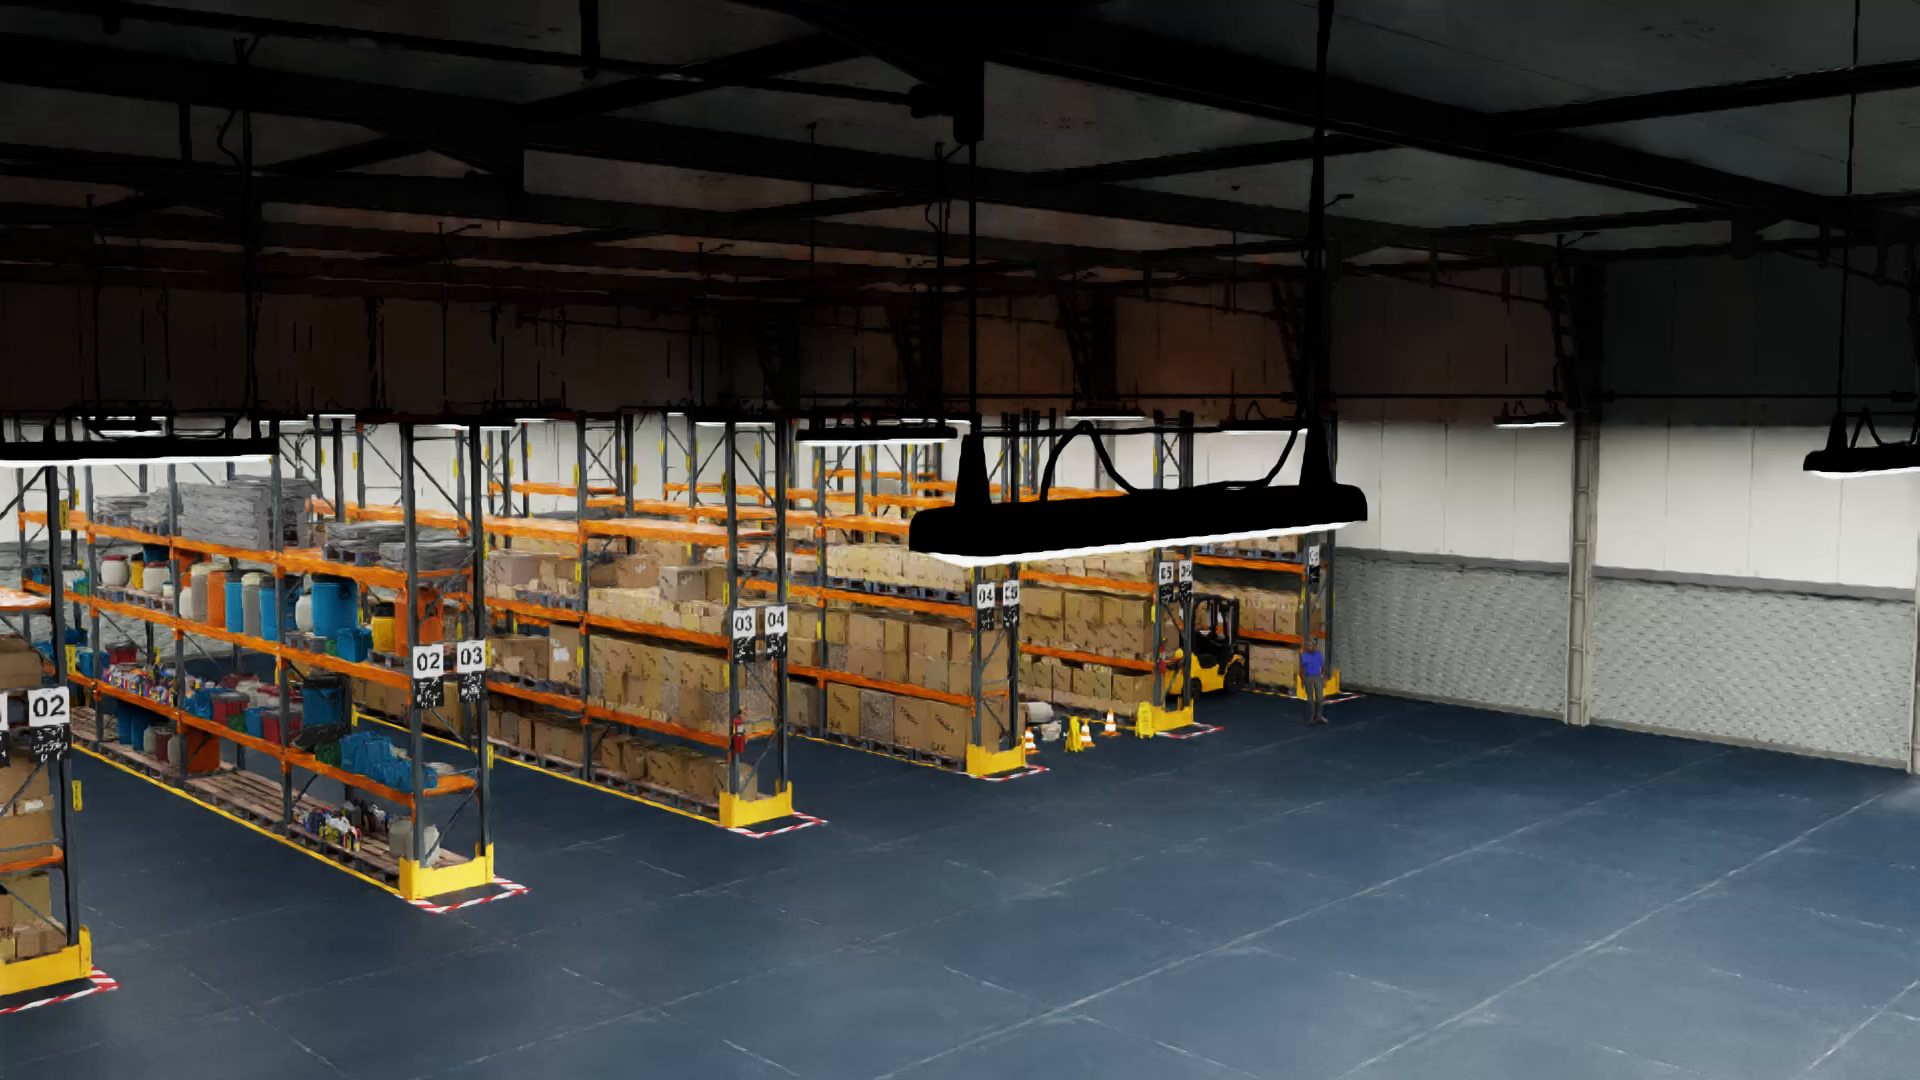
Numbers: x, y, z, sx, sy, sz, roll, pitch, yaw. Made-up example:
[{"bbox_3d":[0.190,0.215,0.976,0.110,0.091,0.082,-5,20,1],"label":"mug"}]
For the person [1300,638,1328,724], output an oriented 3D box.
[{"bbox_3d":[6.836,2.714,32.068,0.557,1.652,0.368,1,5,16],"label":"person"}]
